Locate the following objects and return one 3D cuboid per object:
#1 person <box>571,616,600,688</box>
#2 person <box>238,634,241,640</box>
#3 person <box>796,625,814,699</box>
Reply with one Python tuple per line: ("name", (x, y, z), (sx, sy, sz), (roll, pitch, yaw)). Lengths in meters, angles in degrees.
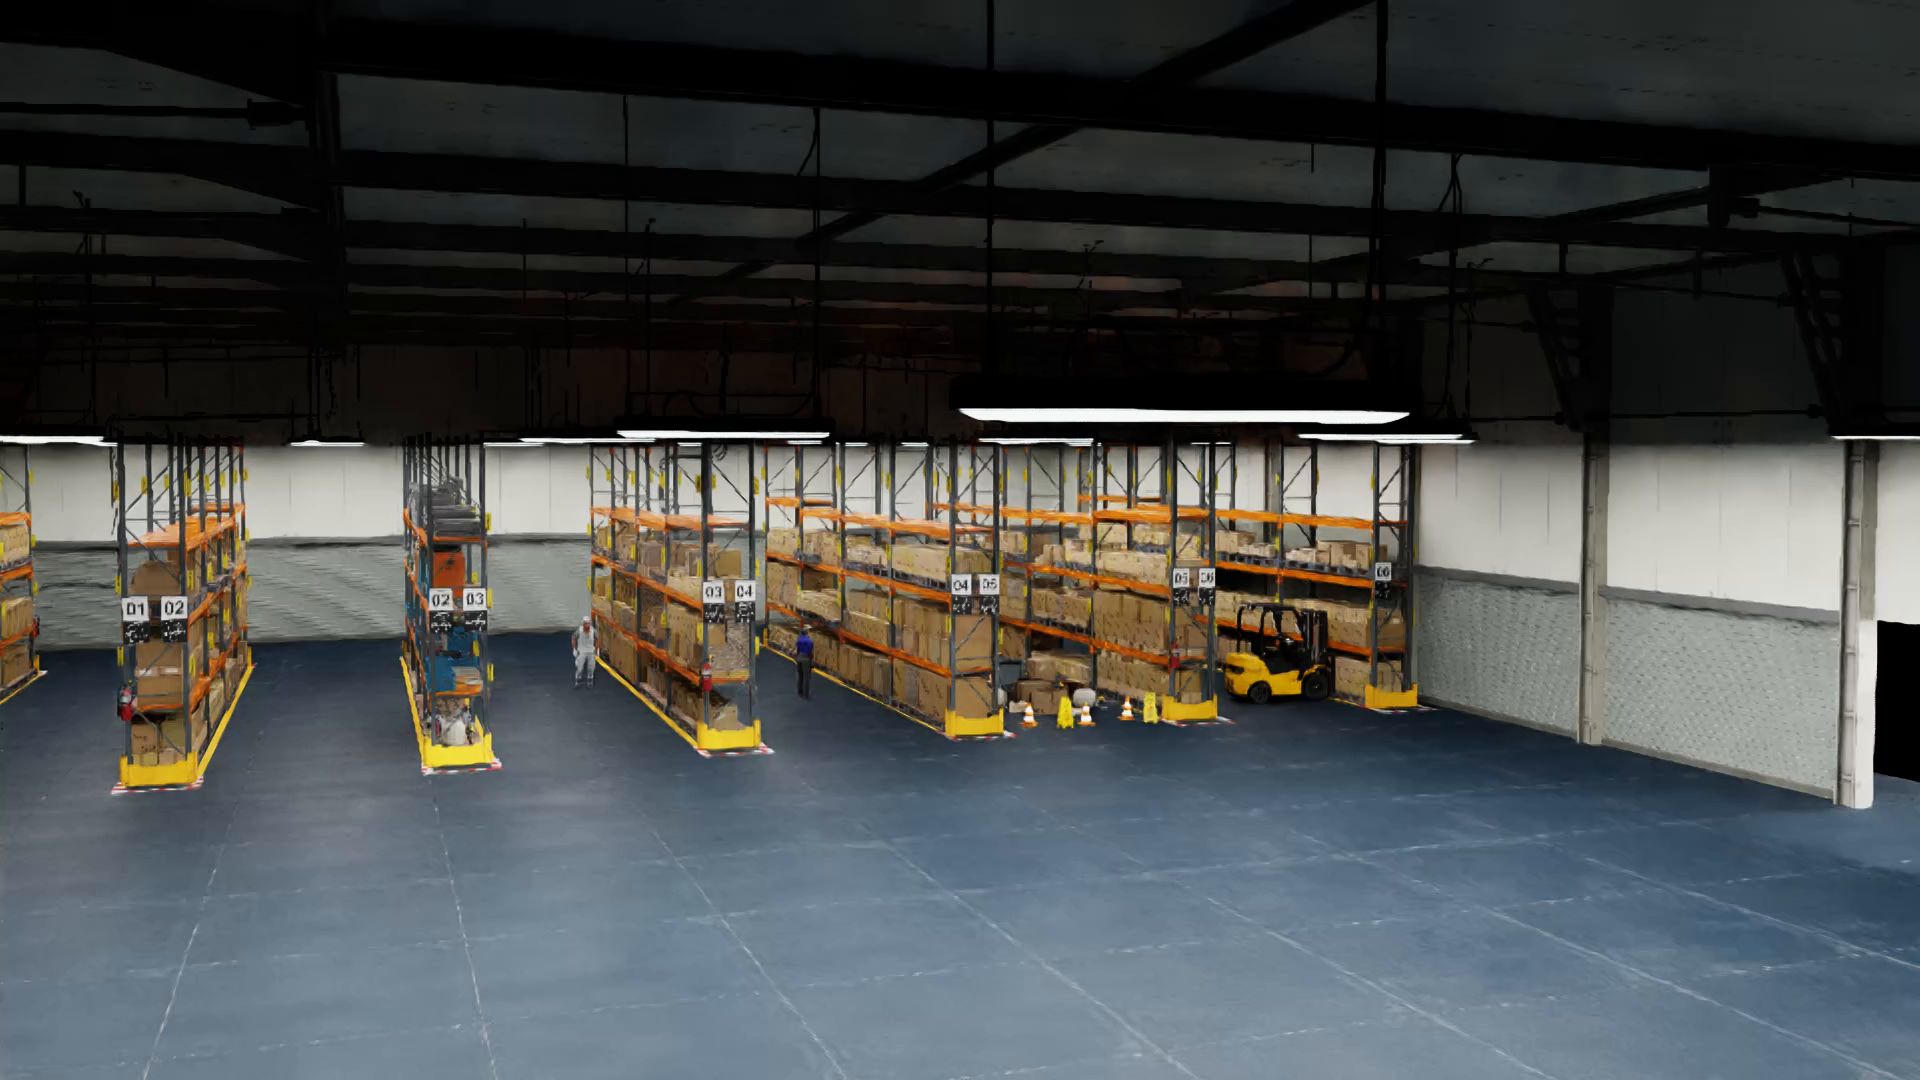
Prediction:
("person", (-8.888, 2.671, 39.516), (0.677, 1.742, 0.552), (-1, 3, -21))
("person", (-20.515, 2.268, 46.649), (0.682, 1.718, 0.811), (-3, 4, -39))
("person", (-3.528, 2.777, 37.979), (0.502, 1.663, 0.422), (3, 4, 40))
